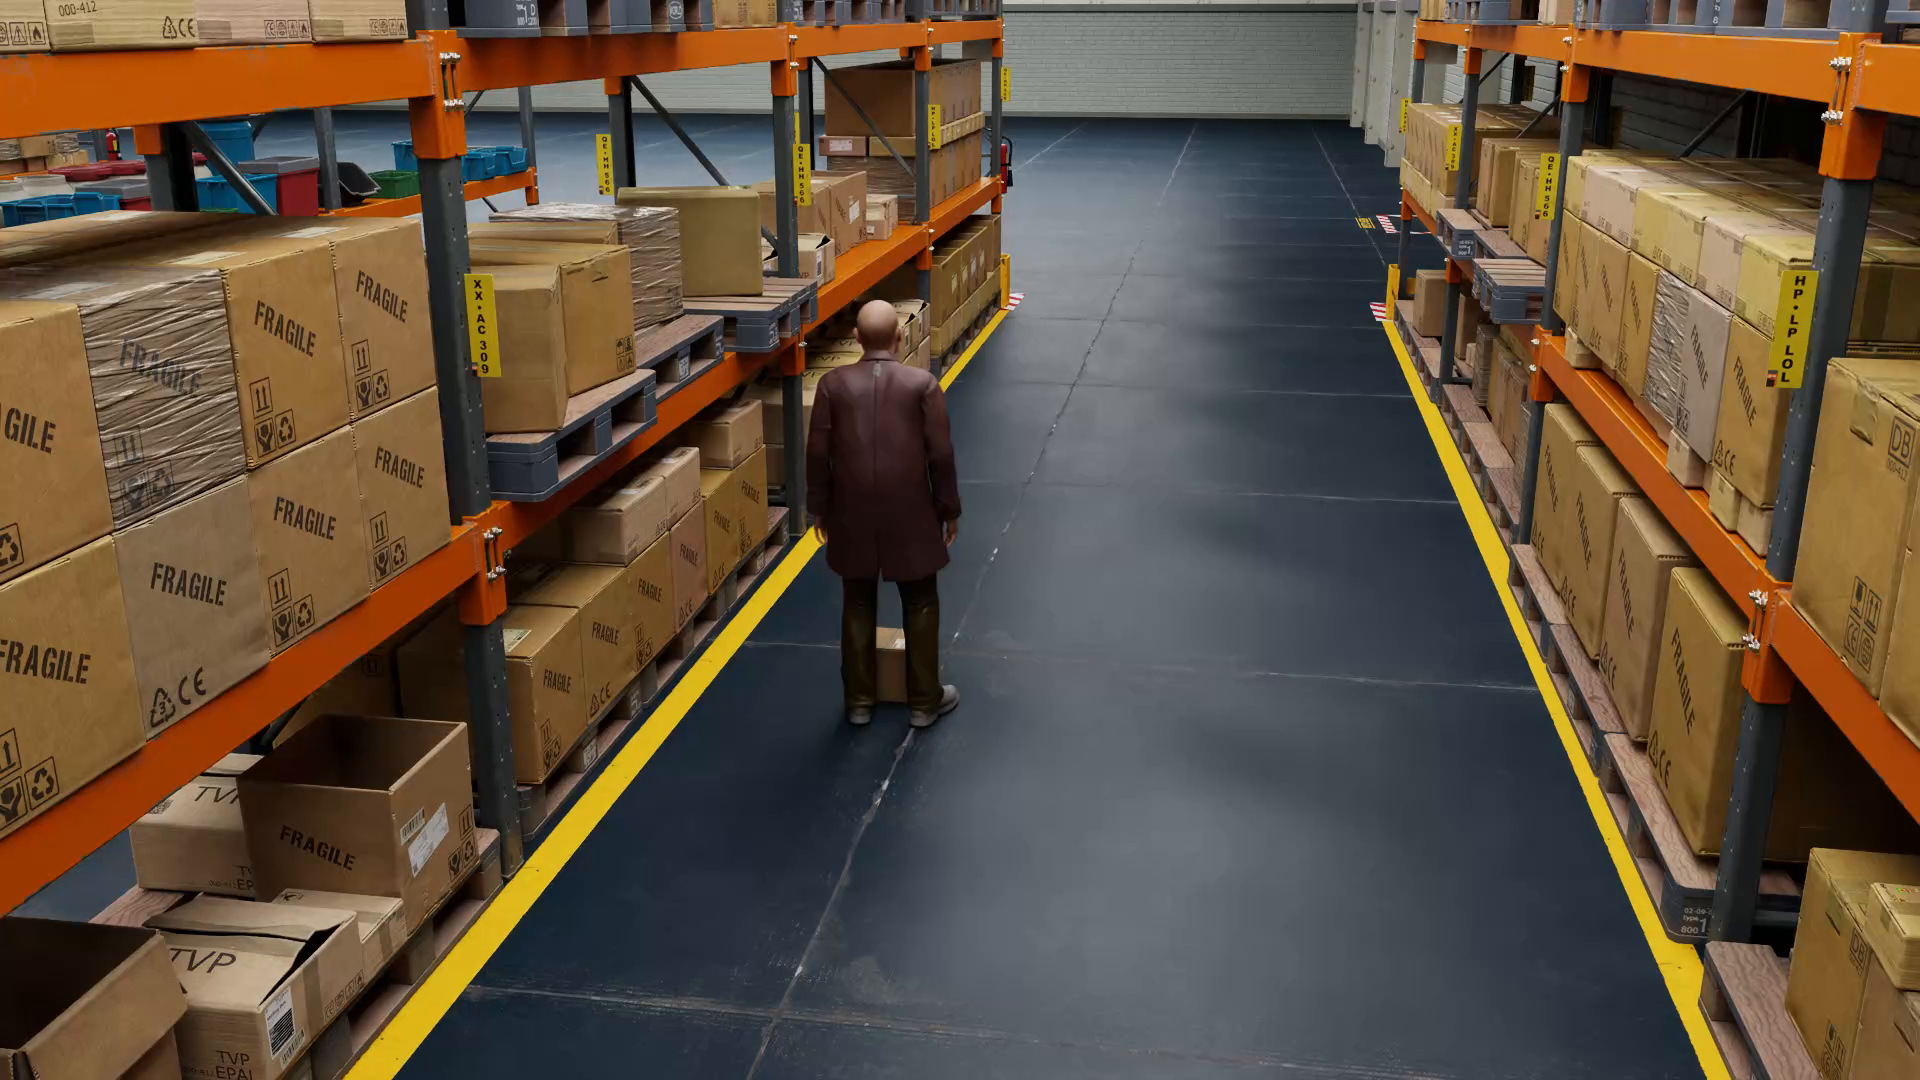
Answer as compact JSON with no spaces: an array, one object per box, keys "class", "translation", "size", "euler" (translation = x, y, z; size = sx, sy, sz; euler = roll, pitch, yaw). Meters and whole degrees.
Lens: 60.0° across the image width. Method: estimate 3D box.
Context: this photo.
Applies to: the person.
[{"class":"person","translation":[-0.316,-0.100,6.892],"size":[0.652,1.774,0.420],"euler":[2,18,8]}]
